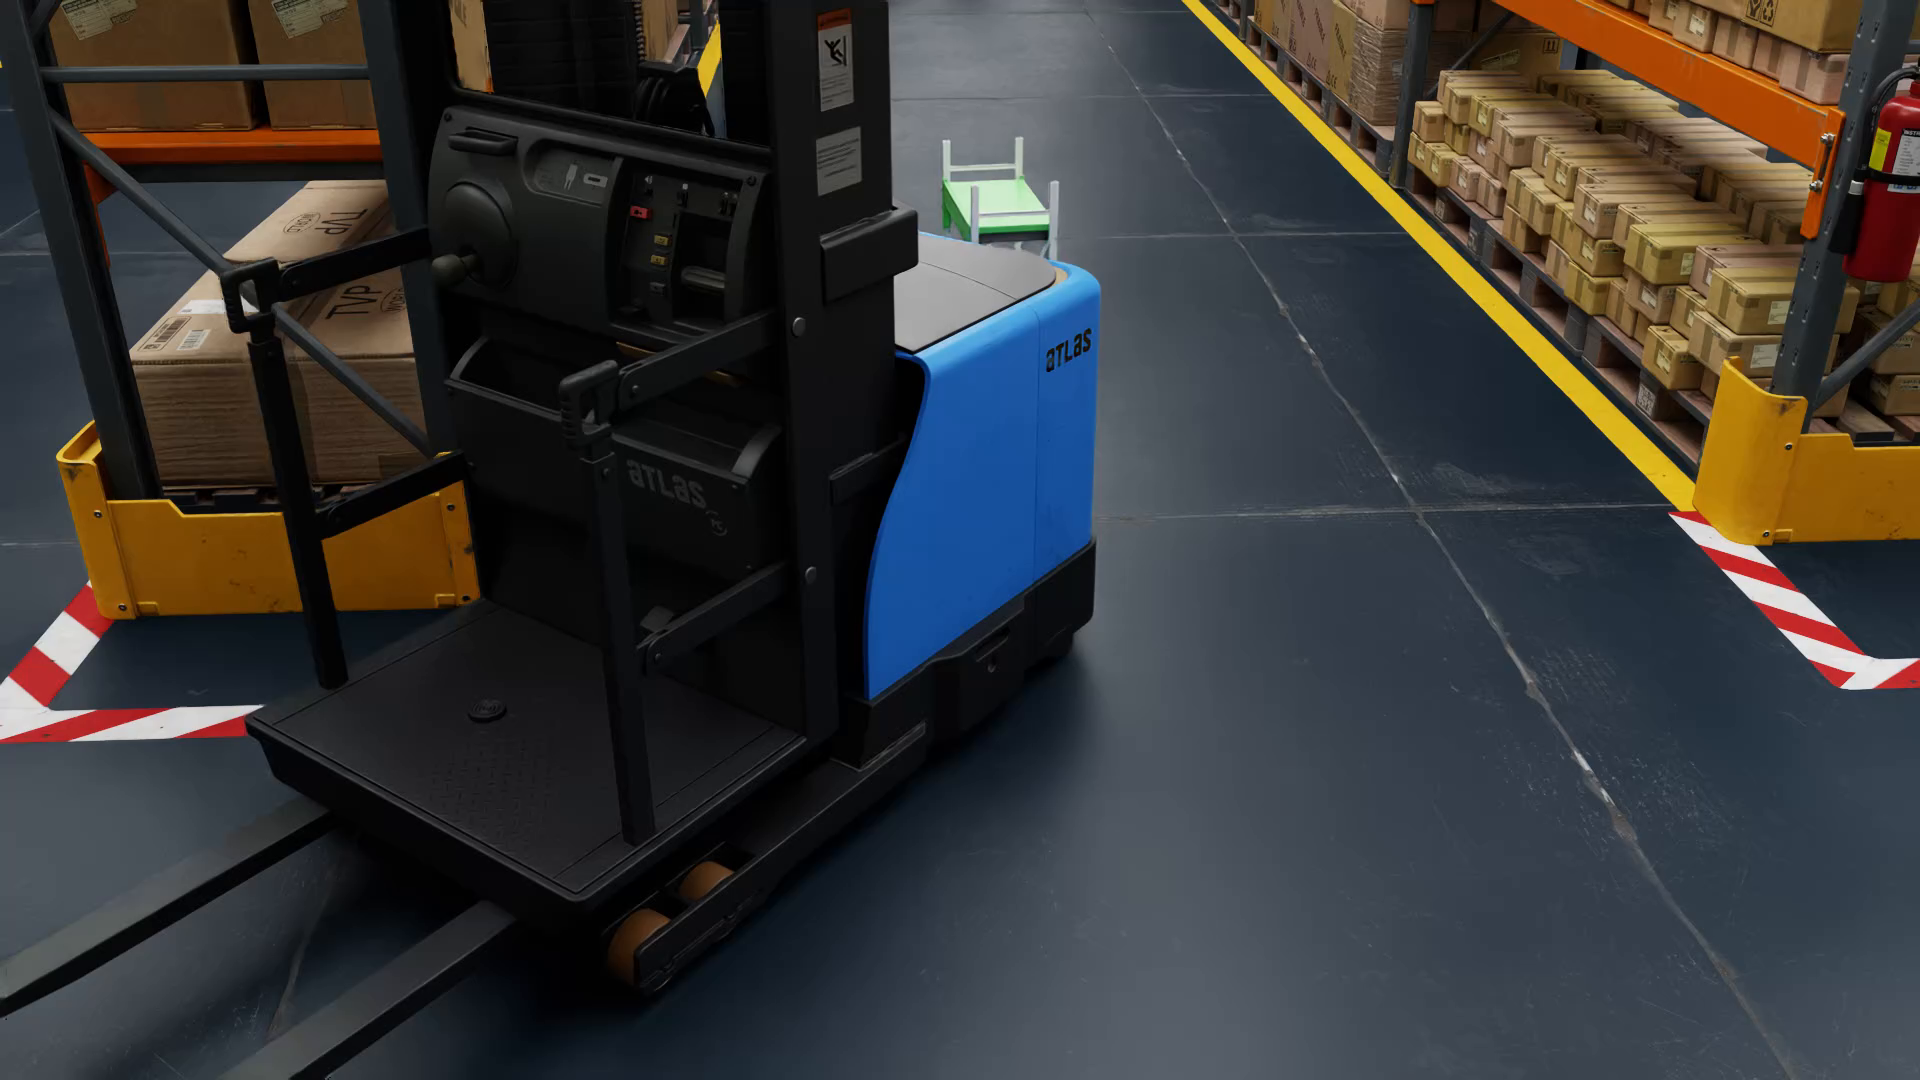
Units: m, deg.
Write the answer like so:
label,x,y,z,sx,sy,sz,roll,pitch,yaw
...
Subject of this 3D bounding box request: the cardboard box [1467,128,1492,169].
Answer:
label,x,y,z,sx,sy,sz,roll,pitch,yaw
cardboard box,2.644,-1.869,7.897,0.380,0.149,0.250,-2,28,-3

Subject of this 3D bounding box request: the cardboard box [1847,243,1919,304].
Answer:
label,x,y,z,sx,sy,sz,roll,pitch,yaw
cardboard box,3.180,-0.930,5.774,0.380,0.149,0.250,-1,28,-2

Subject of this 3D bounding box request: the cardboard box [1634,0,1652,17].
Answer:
label,x,y,z,sx,sy,sz,roll,pitch,yaw
cardboard box,2.724,-1.999,6.110,0.380,0.149,0.250,-3,28,-5

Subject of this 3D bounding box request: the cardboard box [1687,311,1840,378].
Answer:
label,x,y,z,sx,sy,sz,roll,pitch,yaw
cardboard box,2.690,-0.660,5.579,0.380,0.149,0.250,-2,28,-4

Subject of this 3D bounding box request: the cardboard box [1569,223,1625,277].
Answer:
label,x,y,z,sx,sy,sz,roll,pitch,yaw
cardboard box,2.621,-1.139,6.497,0.380,0.149,0.250,-1,28,-2

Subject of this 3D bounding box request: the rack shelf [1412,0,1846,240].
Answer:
label,x,y,z,sx,sy,sz,roll,pitch,yaw
rack shelf,2.898,-1.974,6.569,1.077,0.370,4.000,-1,28,-3

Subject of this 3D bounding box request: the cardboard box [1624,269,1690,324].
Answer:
label,x,y,z,sx,sy,sz,roll,pitch,yaw
cardboard box,2.661,-0.900,6.039,0.380,0.149,0.250,-2,28,-5

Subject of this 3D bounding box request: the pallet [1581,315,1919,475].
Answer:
label,x,y,z,sx,sy,sz,roll,pitch,yaw
pallet,2.991,-0.544,6.065,1.003,0.211,1.213,-1,28,-3

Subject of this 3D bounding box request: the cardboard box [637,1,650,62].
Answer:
label,x,y,z,sx,sy,sz,roll,pitch,yaw
cardboard box,-2.312,-2.996,9.594,0.875,0.875,0.875,-1,28,-1

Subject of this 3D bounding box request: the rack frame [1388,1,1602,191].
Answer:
label,x,y,z,sx,sy,sz,roll,pitch,yaw
rack frame,2.793,-3.217,8.173,1.000,3.000,0.127,-1,28,-3

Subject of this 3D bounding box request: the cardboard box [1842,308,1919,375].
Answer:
label,x,y,z,sx,sy,sz,roll,pitch,yaw
cardboard box,3.231,-0.672,5.601,0.380,0.149,0.250,0,28,0

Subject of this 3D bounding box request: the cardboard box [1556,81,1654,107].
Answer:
label,x,y,z,sx,sy,sz,roll,pitch,yaw
cardboard box,3.125,-2.127,8.071,0.380,0.149,0.250,-1,28,-2

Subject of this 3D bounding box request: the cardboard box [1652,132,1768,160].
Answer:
label,x,y,z,sx,sy,sz,roll,pitch,yaw
cardboard box,3.213,-1.644,7.144,0.380,0.149,0.250,-2,28,-4

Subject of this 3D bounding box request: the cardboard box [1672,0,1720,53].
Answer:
label,x,y,z,sx,sy,sz,roll,pitch,yaw
cardboard box,2.663,-1.750,5.634,0.380,0.149,0.250,-1,28,-1

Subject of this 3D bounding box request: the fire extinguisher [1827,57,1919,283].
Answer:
label,x,y,z,sx,sy,sz,roll,pitch,yaw
fire extinguisher,2.554,-1.042,4.491,0.296,0.674,0.183,-1,28,-3

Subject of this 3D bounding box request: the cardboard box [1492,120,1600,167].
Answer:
label,x,y,z,sx,sy,sz,roll,pitch,yaw
cardboard box,2.590,-1.755,7.356,0.380,0.149,0.250,-1,28,-2

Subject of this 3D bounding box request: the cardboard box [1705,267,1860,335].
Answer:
label,x,y,z,sx,sy,sz,roll,pitch,yaw
cardboard box,2.721,-0.794,5.513,0.380,0.149,0.250,-1,28,-2

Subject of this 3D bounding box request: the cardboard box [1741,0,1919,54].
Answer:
label,x,y,z,sx,sy,sz,roll,pitch,yaw
cardboard box,2.722,-1.747,4.926,0.500,0.500,0.500,-1,28,-2

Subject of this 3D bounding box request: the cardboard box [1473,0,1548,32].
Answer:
label,x,y,z,sx,sy,sz,roll,pitch,yaw
cardboard box,3.019,-2.975,9.148,0.500,0.250,0.500,-3,28,-5

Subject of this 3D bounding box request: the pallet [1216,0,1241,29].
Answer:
label,x,y,z,sx,sy,sz,roll,pitch,yaw
pallet,2.618,-4.193,13.062,1.003,0.211,1.213,-1,28,-3

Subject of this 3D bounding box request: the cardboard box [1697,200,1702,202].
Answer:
label,x,y,z,sx,sy,sz,roll,pitch,yaw
cardboard box,3.103,-1.276,6.760,0.380,0.149,0.250,0,28,0

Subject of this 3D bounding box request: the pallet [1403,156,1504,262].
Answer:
label,x,y,z,sx,sy,sz,roll,pitch,yaw
pallet,2.864,-1.671,8.225,1.003,0.211,1.213,-1,28,-3

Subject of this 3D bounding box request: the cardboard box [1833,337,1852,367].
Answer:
label,x,y,z,sx,sy,sz,roll,pitch,yaw
cardboard box,3.199,-0.660,5.901,0.380,0.149,0.250,-1,28,-3

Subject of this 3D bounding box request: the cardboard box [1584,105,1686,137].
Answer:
label,x,y,z,sx,sy,sz,roll,pitch,yaw
cardboard box,3.081,-1.891,7.617,0.380,0.149,0.250,-1,28,-1

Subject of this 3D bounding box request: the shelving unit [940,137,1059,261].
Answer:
label,x,y,z,sx,sy,sz,roll,pitch,yaw
shelving unit,0.108,-0.544,4.996,0.258,1.200,0.503,-4,28,-8

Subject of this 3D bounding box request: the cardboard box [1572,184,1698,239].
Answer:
label,x,y,z,sx,sy,sz,roll,pitch,yaw
cardboard box,2.605,-1.271,6.429,0.380,0.149,0.250,0,28,-1

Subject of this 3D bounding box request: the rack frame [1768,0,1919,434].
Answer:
label,x,y,z,sx,sy,sz,roll,pitch,yaw
rack frame,3.002,-1.369,4.632,1.000,3.000,0.127,-1,28,-3

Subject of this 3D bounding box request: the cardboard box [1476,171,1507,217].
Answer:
label,x,y,z,sx,sy,sz,roll,pitch,yaw
cardboard box,2.633,-1.610,7.723,0.380,0.149,0.250,-2,28,-4

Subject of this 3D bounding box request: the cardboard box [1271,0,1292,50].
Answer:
label,x,y,z,sx,sy,sz,roll,pitch,yaw
cardboard box,2.396,-3.577,11.113,0.500,0.500,0.500,-1,28,-2

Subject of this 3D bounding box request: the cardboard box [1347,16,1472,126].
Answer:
label,x,y,z,sx,sy,sz,roll,pitch,yaw
cardboard box,2.503,-2.630,9.298,0.500,0.500,0.500,-2,28,-4

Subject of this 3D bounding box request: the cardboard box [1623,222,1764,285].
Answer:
label,x,y,z,sx,sy,sz,roll,pitch,yaw
cardboard box,2.625,-1.028,5.962,0.380,0.149,0.250,-2,28,-4

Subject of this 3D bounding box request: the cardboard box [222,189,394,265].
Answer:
label,x,y,z,sx,sy,sz,roll,pitch,yaw
cardboard box,-2.126,-0.978,6.198,0.875,0.438,0.875,-1,28,-1

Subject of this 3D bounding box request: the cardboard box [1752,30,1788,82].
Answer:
label,x,y,z,sx,sy,sz,roll,pitch,yaw
cardboard box,2.727,-1.517,5.187,0.380,0.149,0.250,-1,28,-3

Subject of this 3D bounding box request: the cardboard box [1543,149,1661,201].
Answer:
label,x,y,z,sx,sy,sz,roll,pitch,yaw
cardboard box,2.660,-1.516,6.899,0.380,0.149,0.250,-1,28,-2

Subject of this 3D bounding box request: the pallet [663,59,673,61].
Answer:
label,x,y,z,sx,sy,sz,roll,pitch,yaw
pallet,-2.327,-2.733,10.262,1.003,0.211,1.213,-1,28,-3

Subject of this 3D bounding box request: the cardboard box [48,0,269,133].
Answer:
label,x,y,z,sx,sy,sz,roll,pitch,yaw
cardboard box,-2.225,-1.464,4.705,0.500,0.500,0.500,-1,28,-2

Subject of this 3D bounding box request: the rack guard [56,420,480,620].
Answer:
label,x,y,z,sx,sy,sz,roll,pitch,yaw
rack guard,-1.935,-0.084,4.870,1.175,0.500,0.348,-1,28,-3

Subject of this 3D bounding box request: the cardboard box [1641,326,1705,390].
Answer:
label,x,y,z,sx,sy,sz,roll,pitch,yaw
cardboard box,2.652,-0.646,5.873,0.380,0.149,0.250,-1,28,-1

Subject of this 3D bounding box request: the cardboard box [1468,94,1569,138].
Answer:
label,x,y,z,sx,sy,sz,roll,pitch,yaw
cardboard box,2.622,-1.994,7.815,0.380,0.149,0.250,-2,28,-3

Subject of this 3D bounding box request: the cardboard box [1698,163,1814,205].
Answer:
label,x,y,z,sx,sy,sz,roll,pitch,yaw
cardboard box,3.226,-1.413,6.700,0.380,0.149,0.250,-1,28,-2

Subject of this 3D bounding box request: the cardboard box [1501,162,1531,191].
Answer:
label,x,y,z,sx,sy,sz,roll,pitch,yaw
cardboard box,2.646,-1.617,7.413,0.380,0.149,0.250,0,28,0

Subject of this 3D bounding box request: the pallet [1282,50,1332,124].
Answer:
label,x,y,z,sx,sy,sz,roll,pitch,yaw
pallet,2.684,-2.904,10.590,1.003,0.211,1.213,-1,28,-3

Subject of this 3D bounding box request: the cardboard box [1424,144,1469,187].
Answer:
label,x,y,z,sx,sy,sz,roll,pitch,yaw
cardboard box,2.505,-1.840,8.163,0.380,0.149,0.250,-1,28,-1

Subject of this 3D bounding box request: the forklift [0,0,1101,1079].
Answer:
label,x,y,z,sx,sy,sz,roll,pitch,yaw
forklift,-0.889,-0.617,3.264,1.130,2.935,3.031,18,33,31

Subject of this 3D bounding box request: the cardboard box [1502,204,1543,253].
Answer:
label,x,y,z,sx,sy,sz,roll,pitch,yaw
cardboard box,2.600,-1.365,7.251,0.380,0.149,0.250,-2,28,-4

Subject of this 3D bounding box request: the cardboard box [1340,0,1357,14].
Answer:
label,x,y,z,sx,sy,sz,roll,pitch,yaw
cardboard box,2.488,-3.202,9.585,0.500,0.250,0.500,0,28,0

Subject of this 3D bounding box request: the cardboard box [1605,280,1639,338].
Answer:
label,x,y,z,sx,sy,sz,roll,pitch,yaw
cardboard box,2.698,-0.884,6.329,0.380,0.149,0.250,-1,28,-2

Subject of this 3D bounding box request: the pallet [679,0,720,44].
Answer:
label,x,y,z,sx,sy,sz,roll,pitch,yaw
pallet,-2.393,-4.022,12.733,1.003,0.211,1.213,-1,28,-3

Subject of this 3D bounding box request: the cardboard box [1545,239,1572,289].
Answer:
label,x,y,z,sx,sy,sz,roll,pitch,yaw
cardboard box,2.628,-1.127,6.795,0.380,0.149,0.250,-1,28,-2

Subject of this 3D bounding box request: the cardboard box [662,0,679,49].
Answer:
label,x,y,z,sx,sy,sz,roll,pitch,yaw
cardboard box,-2.400,-3.821,11.175,0.875,0.875,0.875,-2,28,-3

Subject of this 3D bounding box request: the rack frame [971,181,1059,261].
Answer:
label,x,y,z,sx,sy,sz,roll,pitch,yaw
rack frame,0.148,-0.433,4.782,0.240,1.200,0.015,-4,28,-8

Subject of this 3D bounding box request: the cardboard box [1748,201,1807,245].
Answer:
label,x,y,z,sx,sy,sz,roll,pitch,yaw
cardboard box,3.199,-1.162,6.219,0.380,0.149,0.250,-3,28,-5

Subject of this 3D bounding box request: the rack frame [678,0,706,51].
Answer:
label,x,y,z,sx,sy,sz,roll,pitch,yaw
rack frame,-2.354,-4.898,11.397,1.000,3.000,0.127,-1,28,-3

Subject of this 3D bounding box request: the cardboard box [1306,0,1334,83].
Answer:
label,x,y,z,sx,sy,sz,roll,pitch,yaw
cardboard box,2.454,-3.104,10.207,0.500,0.500,0.500,-2,28,-4

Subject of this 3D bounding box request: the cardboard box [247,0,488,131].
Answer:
label,x,y,z,sx,sy,sz,roll,pitch,yaw
cardboard box,-1.674,-1.476,4.728,0.500,0.500,0.500,-2,28,-3

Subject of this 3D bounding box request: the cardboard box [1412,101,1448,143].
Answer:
label,x,y,z,sx,sy,sz,roll,pitch,yaw
cardboard box,2.493,-2.095,8.331,0.380,0.149,0.250,0,28,0

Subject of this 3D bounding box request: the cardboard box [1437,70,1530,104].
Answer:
label,x,y,z,sx,sy,sz,roll,pitch,yaw
cardboard box,2.604,-2.238,8.283,0.380,0.149,0.250,0,28,-1

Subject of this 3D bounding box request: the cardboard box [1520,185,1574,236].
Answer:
label,x,y,z,sx,sy,sz,roll,pitch,yaw
cardboard box,2.584,-1.384,6.968,0.380,0.149,0.250,-1,28,-2

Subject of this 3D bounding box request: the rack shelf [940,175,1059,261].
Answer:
label,x,y,z,sx,sy,sz,roll,pitch,yaw
rack shelf,0.108,-0.913,4.803,0.258,0.148,0.480,-4,28,-8
